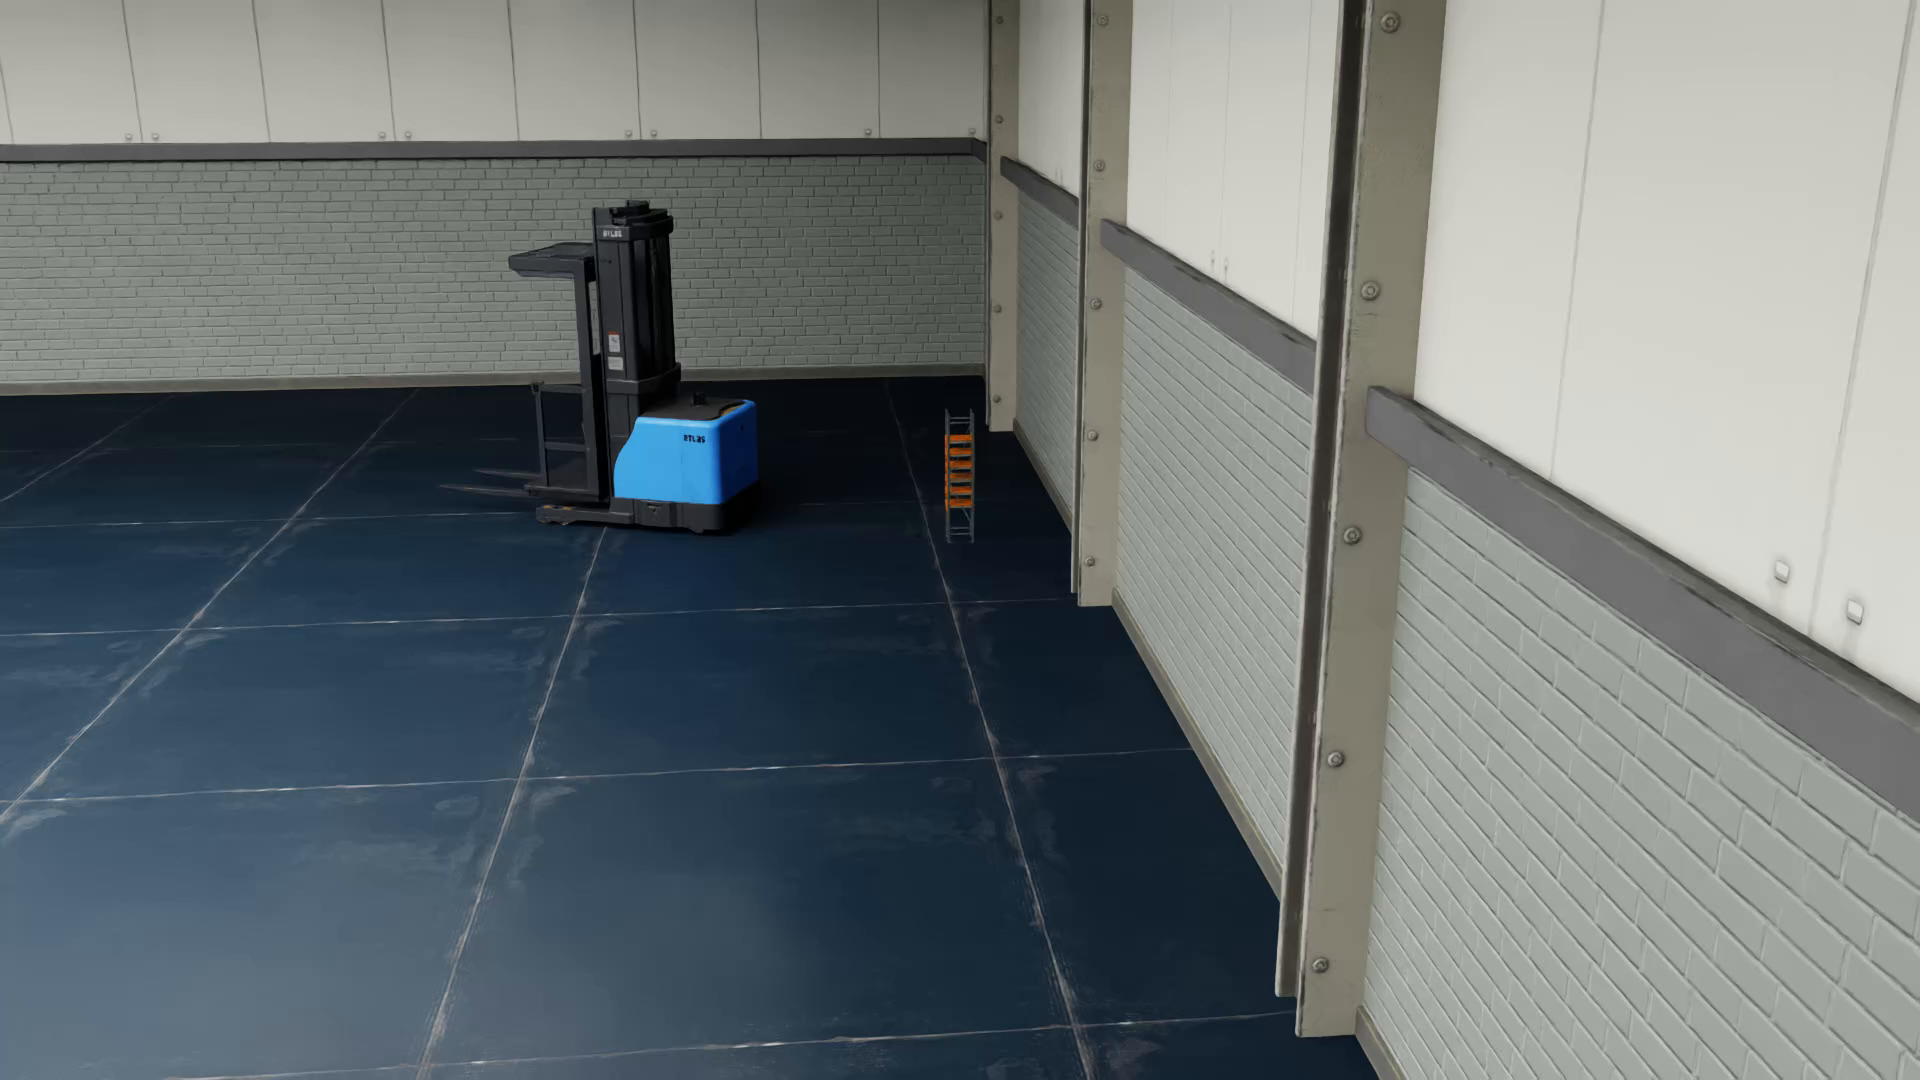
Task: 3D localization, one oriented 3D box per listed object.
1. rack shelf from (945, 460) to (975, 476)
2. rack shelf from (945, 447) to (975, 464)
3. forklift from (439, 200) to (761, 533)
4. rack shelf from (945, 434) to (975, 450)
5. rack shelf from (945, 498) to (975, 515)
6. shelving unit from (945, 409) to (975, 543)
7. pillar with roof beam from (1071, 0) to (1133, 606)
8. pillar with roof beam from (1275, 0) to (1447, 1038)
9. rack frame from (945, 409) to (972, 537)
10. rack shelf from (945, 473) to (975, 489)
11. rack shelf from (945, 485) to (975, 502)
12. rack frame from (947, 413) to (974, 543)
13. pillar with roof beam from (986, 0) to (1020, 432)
[{"bbox_3d":[-0.002,-0.649,14.988,0.258,0.103,0.180,-2,18,-6],"label":"rack shelf"},{"bbox_3d":[-0.002,-0.763,14.953,0.258,0.103,0.180,-2,18,-6],"label":"rack shelf"},{"bbox_3d":[-3.501,-1.686,15.655,3.031,2.935,1.130,5,18,15],"label":"forklift"},{"bbox_3d":[-0.002,-0.878,14.917,0.258,0.103,0.180,-2,18,-6],"label":"rack shelf"},{"bbox_3d":[-0.001,-0.305,15.096,0.258,0.103,0.180,-2,18,-6],"label":"rack shelf"},{"bbox_3d":[-0.002,-0.577,15.011,0.258,1.200,0.189,-2,18,-6],"label":"shelving unit"},{"bbox_3d":[-3.187,-3.687,11.896,9.100,9.000,0.400,-2,18,-6],"label":"pillar with roof beam"},{"bbox_3d":[-2.569,-1.899,6.202,9.100,9.000,0.400,-2,18,-6],"label":"pillar with roof beam"},{"bbox_3d":[-0.011,-0.604,15.098,0.240,1.200,0.006,-2,18,-6],"label":"rack frame"},{"bbox_3d":[-0.002,-0.534,15.024,0.258,0.103,0.180,-2,18,-6],"label":"rack shelf"},{"bbox_3d":[-0.001,-0.420,15.060,0.258,0.103,0.180,-2,18,-6],"label":"rack shelf"},{"bbox_3d":[0.008,-0.550,14.924,0.240,1.200,0.006,-2,18,-6],"label":"rack frame"},{"bbox_3d":[-3.806,-5.474,17.590,9.100,9.000,0.400,-2,18,-6],"label":"pillar with roof beam"}]
